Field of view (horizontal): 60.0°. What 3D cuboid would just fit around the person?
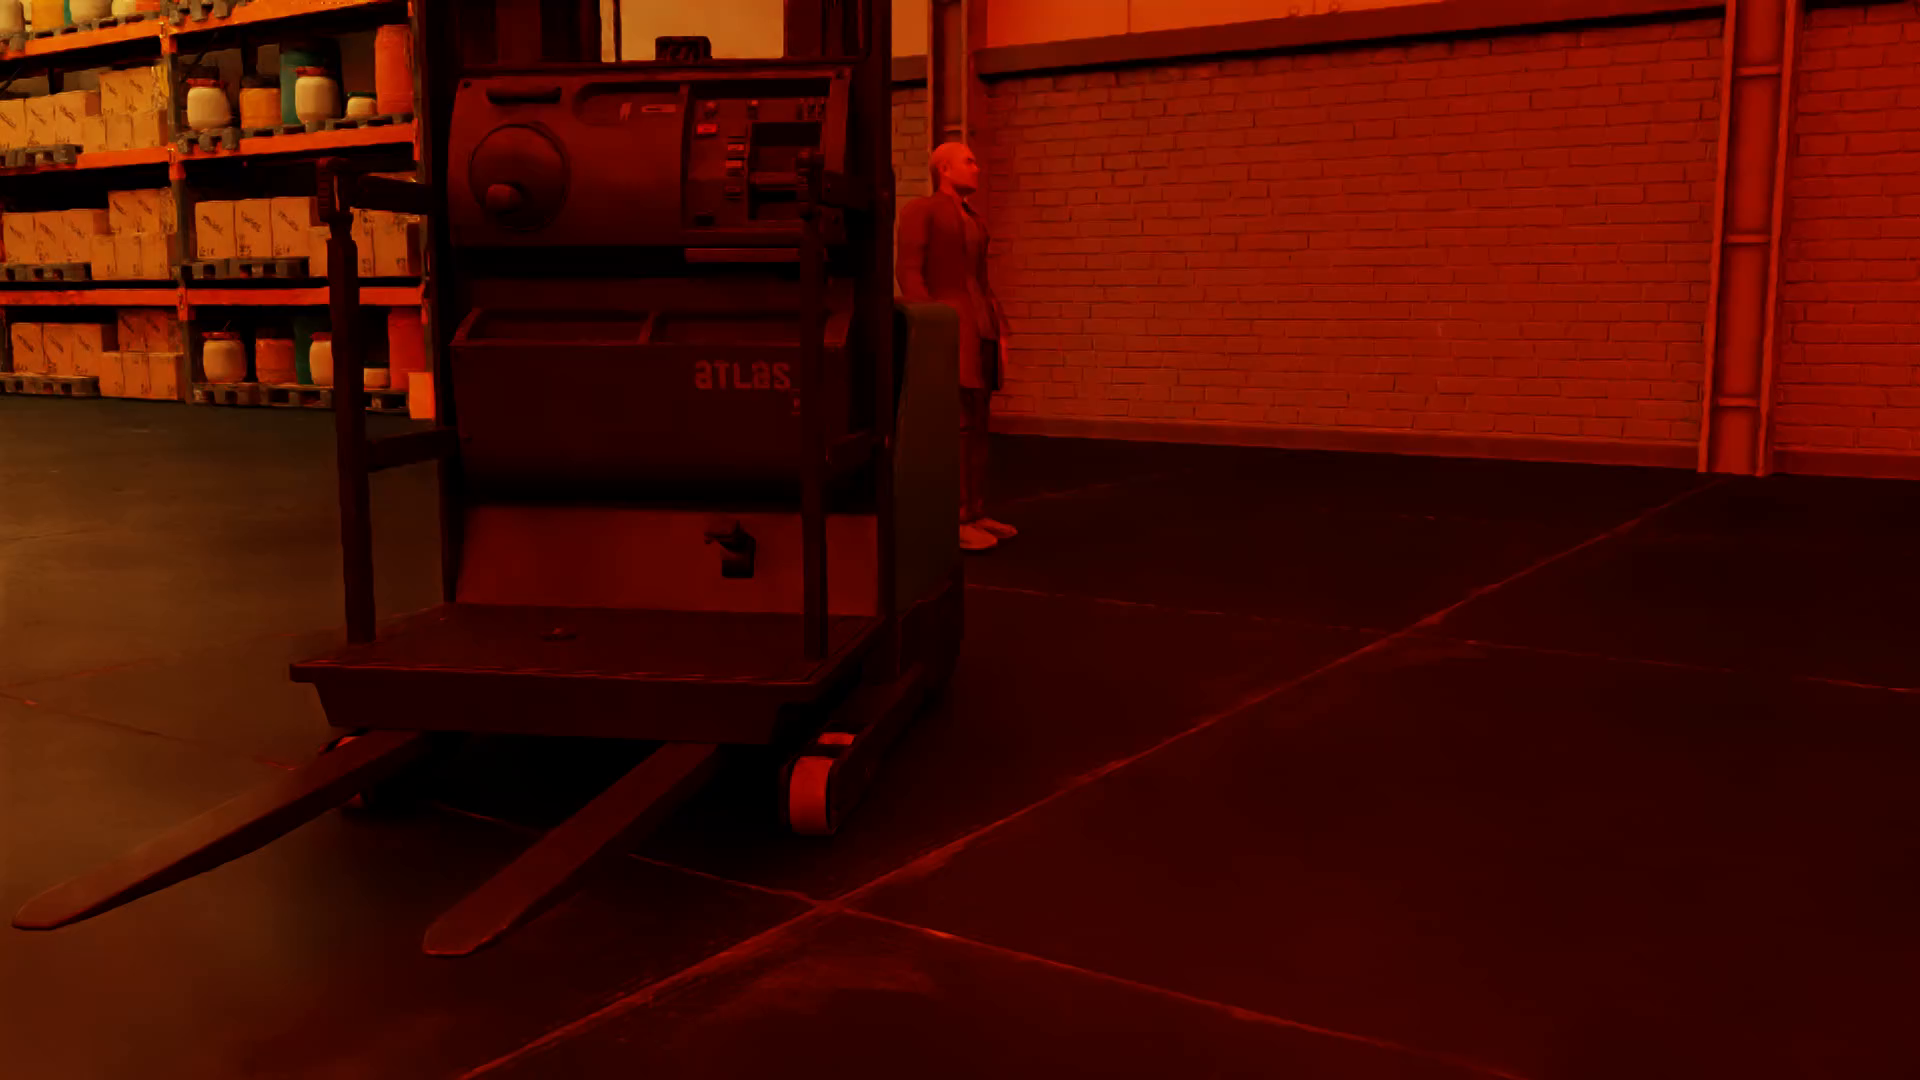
[{"bbox_3d":[0.073,-0.880,7.423,0.580,1.776,0.694,5,10,34],"label":"person"}]

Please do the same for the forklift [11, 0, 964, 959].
[{"bbox_3d":[-0.737,-0.903,3.545,1.130,2.935,3.031,1,8,9],"label":"forklift"}]
